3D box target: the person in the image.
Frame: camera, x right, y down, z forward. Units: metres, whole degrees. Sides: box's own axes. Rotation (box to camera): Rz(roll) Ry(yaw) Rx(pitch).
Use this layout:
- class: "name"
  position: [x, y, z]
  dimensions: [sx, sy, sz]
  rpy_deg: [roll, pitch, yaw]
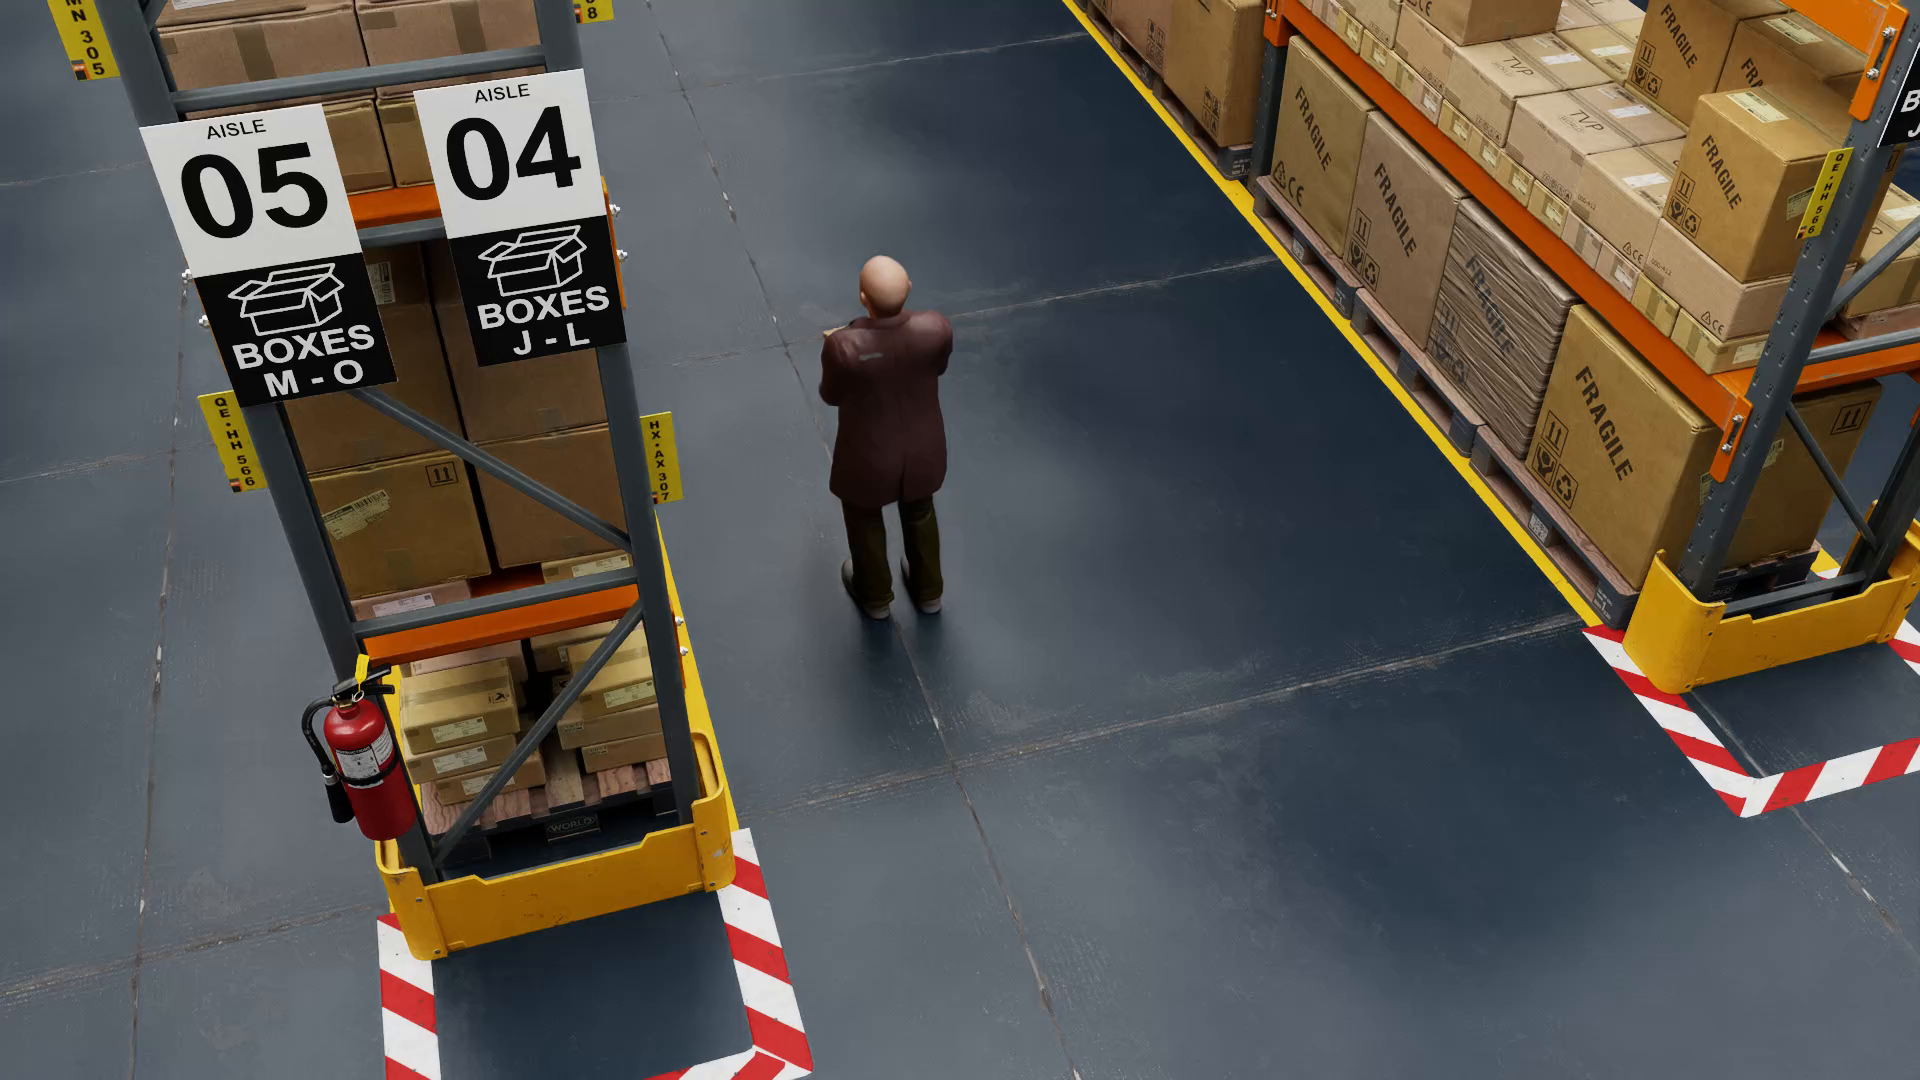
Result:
- class: "person"
  position: [-0.324, -0.451, 6.679]
  dimensions: [0.530, 1.771, 0.553]
  rpy_deg: [-15, 44, -17]
